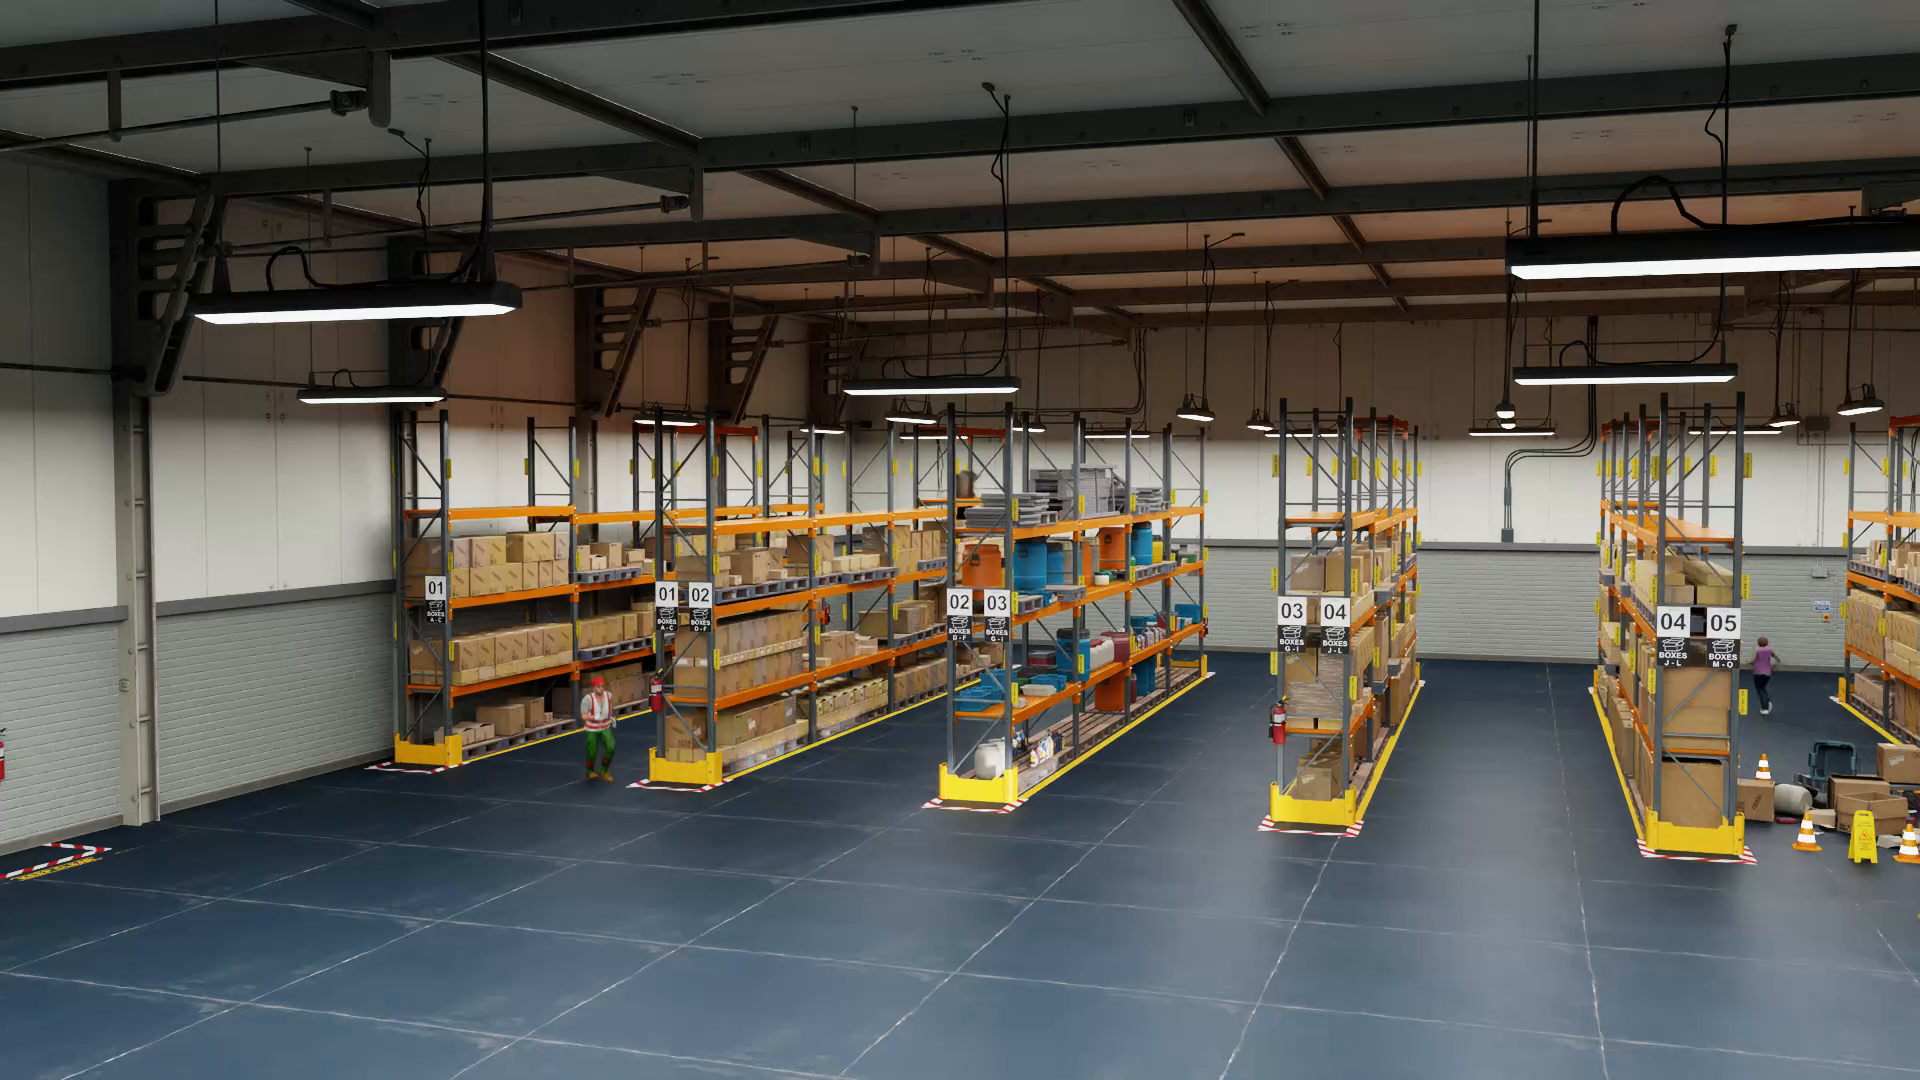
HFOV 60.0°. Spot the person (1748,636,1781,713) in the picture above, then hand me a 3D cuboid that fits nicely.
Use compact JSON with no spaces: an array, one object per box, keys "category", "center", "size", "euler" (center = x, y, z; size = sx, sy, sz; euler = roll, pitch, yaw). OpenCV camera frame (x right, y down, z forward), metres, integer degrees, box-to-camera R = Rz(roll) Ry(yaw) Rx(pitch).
[{"category":"person","center":[16.424,2.747,34.038],"size":[0.545,1.560,0.606],"euler":[0,2,0]}]

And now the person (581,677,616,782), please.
[{"category":"person","center":[-5.737,3.000,26.392],"size":[0.619,1.699,0.919],"euler":[-1,3,-29]}]
